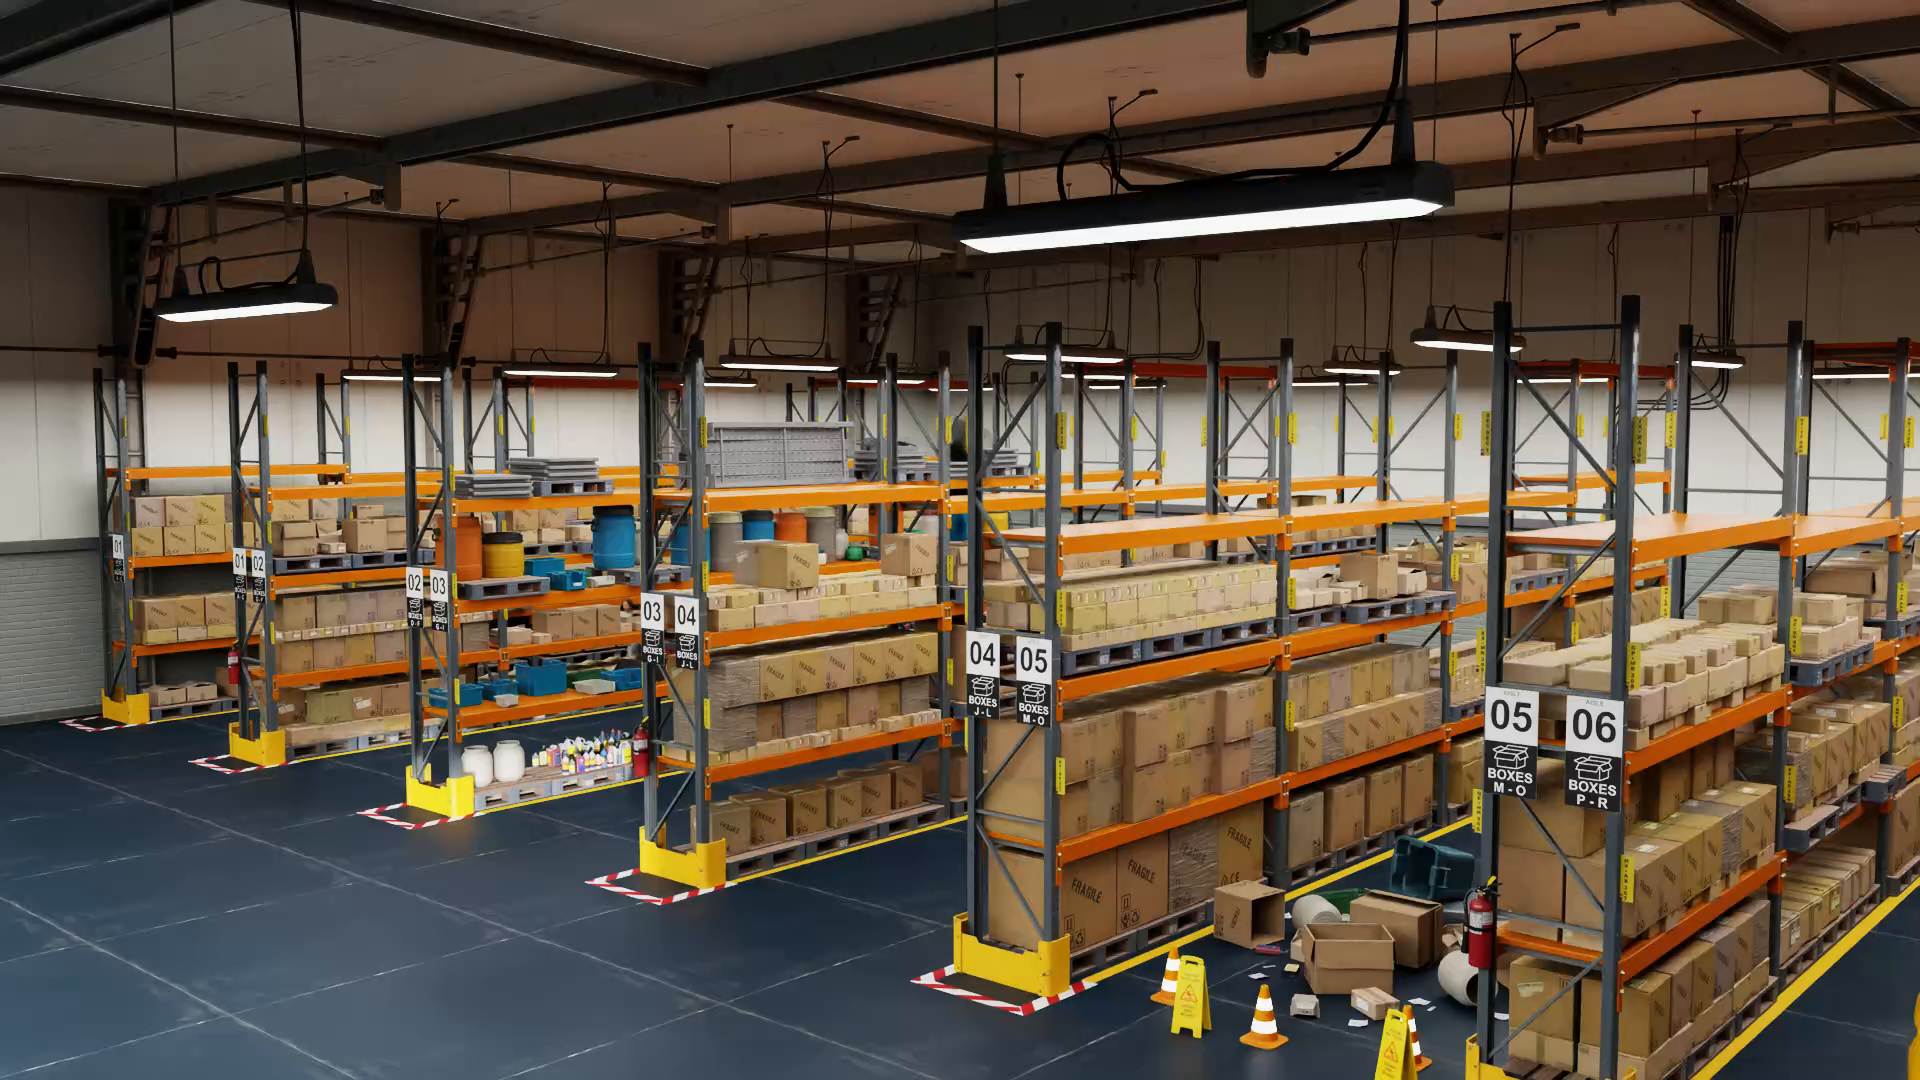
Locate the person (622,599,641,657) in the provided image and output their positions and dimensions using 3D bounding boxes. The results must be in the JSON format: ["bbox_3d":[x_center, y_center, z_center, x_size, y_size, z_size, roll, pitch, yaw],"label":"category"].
[{"bbox_3d":[-6.327,1.962,32.330,0.571,1.652,0.963,3,5,36],"label":"person"}]
